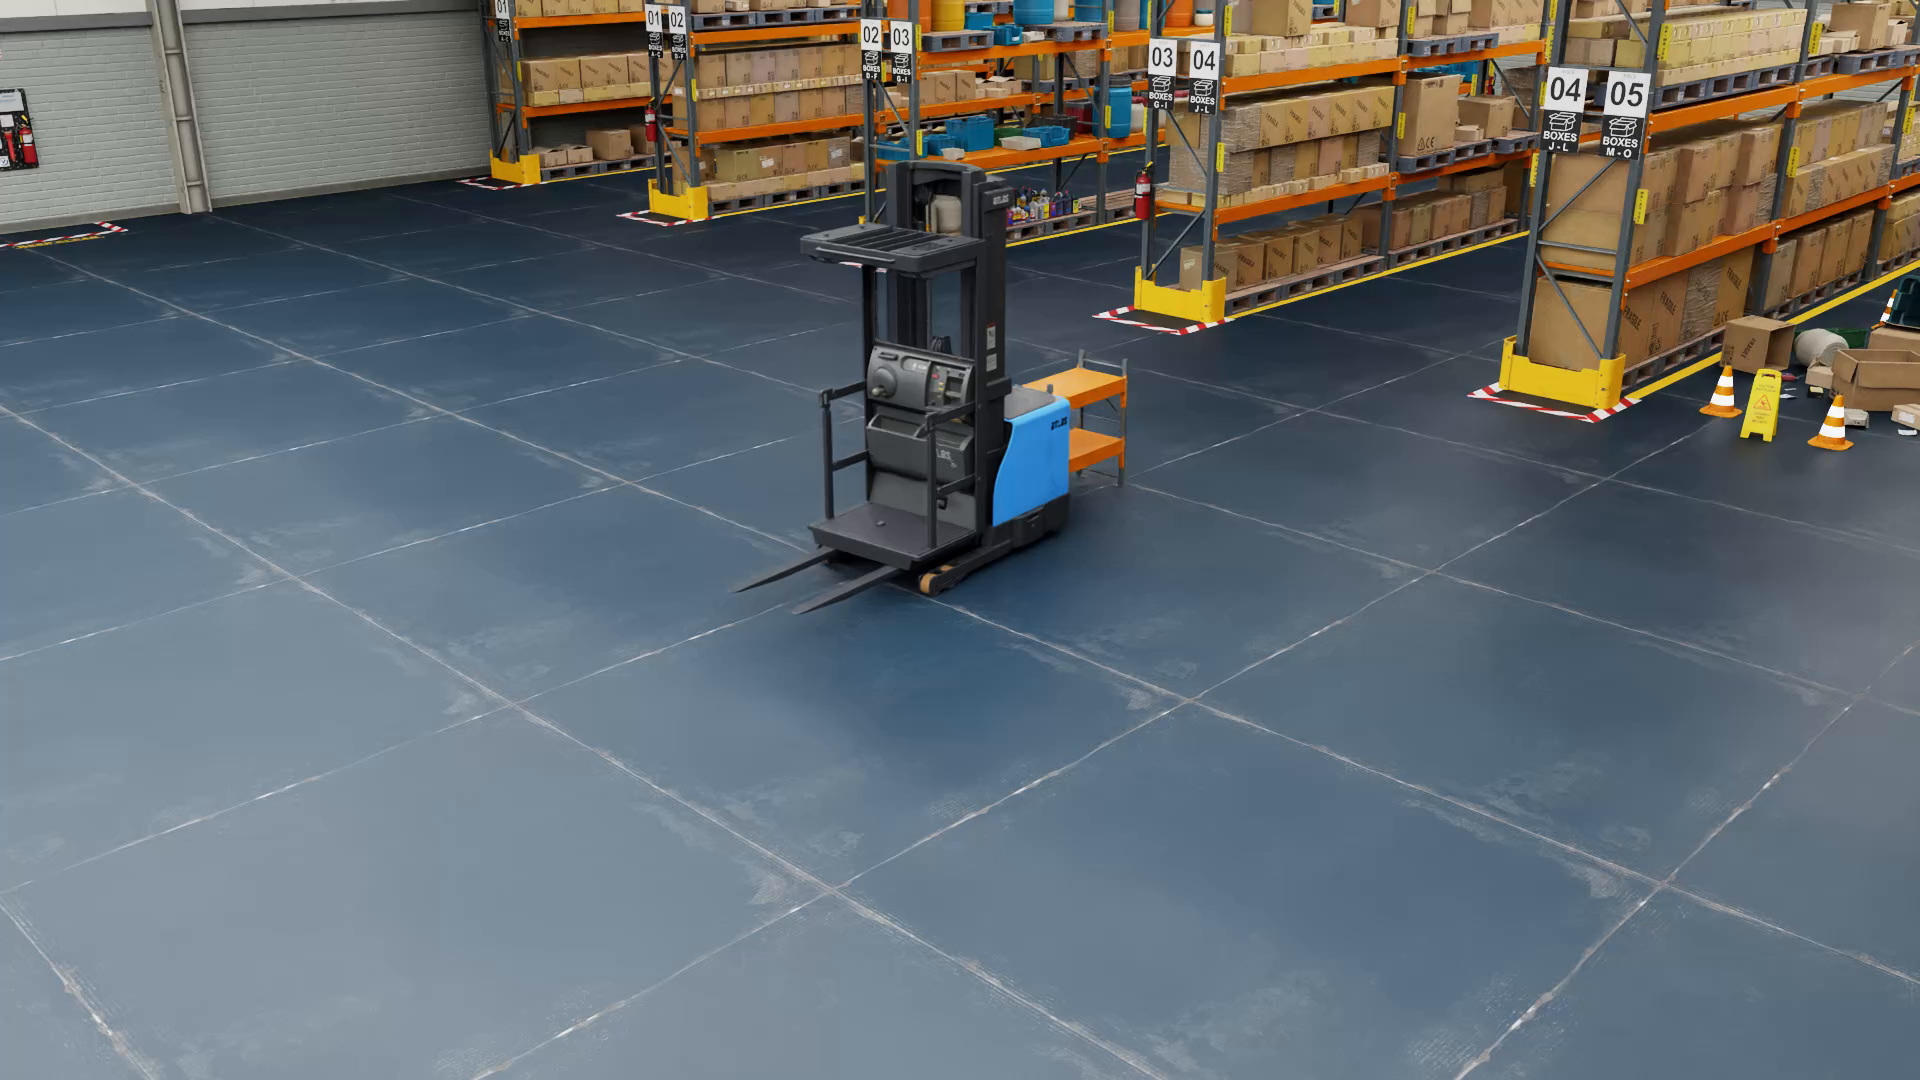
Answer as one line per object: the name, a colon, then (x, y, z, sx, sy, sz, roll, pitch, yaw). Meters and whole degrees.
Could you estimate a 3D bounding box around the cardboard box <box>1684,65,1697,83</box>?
cardboard box: (6.913, -4.540, 16.150, 0.380, 0.149, 0.250, 19, 28, 41)

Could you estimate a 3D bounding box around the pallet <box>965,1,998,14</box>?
pallet: (-0.093, -9.508, 29.713, 1.213, 0.211, 1.003, -19, 28, -40)

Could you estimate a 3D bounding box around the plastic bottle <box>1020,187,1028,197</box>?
plastic bottle: (0.990, -5.277, 25.703, 0.185, 0.351, 0.144, -19, 28, -41)

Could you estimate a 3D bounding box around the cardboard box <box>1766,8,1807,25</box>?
cardboard box: (8.855, -5.629, 17.872, 0.380, 0.149, 0.250, 19, 28, 40)

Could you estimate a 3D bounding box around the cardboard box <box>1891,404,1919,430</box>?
cardboard box: (9.175, -1.175, 15.925, 0.250, 0.149, 0.380, -6, 22, -15)

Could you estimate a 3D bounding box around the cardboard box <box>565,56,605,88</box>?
cardboard box: (-6.773, -8.456, 30.030, 0.500, 0.500, 0.500, 18, 27, 39)

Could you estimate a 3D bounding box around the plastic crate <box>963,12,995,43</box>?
plastic crate: (0.174, -7.342, 23.837, 0.392, 0.384, 0.575, 19, 28, 41)

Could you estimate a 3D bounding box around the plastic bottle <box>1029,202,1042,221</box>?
plastic bottle: (1.132, -4.935, 24.917, 0.135, 0.276, 0.152, -20, 28, -41)

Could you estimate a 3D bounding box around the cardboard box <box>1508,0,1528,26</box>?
cardboard box: (7.686, -7.561, 23.548, 0.500, 0.500, 0.500, 19, 28, 41)

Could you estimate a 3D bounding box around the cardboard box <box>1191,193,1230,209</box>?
cardboard box: (2.978, -4.040, 19.756, 0.380, 0.149, 0.250, 19, 28, 41)

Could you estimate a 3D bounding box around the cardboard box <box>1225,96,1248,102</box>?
cardboard box: (3.160, -5.130, 20.292, 0.500, 0.500, 0.500, 19, 28, 41)

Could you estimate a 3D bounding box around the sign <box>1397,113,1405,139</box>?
sign: (5.793, -5.443, 21.847, 0.100, 0.325, 0.005, 19, 28, 41)

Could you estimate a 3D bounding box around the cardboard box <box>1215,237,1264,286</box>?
cardboard box: (3.449, -3.492, 20.877, 0.500, 0.500, 0.500, -12, 24, -28)

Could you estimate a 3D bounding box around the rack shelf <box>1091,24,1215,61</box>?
rack shelf: (3.245, -7.990, 26.504, 1.077, 0.370, 4.000, 19, 28, 41)

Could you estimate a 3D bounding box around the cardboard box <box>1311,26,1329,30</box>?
cardboard box: (4.469, -6.458, 21.169, 0.250, 0.149, 0.380, -19, 28, -40)

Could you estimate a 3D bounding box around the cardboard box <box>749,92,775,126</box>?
cardboard box: (-3.438, -7.050, 27.097, 0.700, 0.500, 0.500, 19, 28, 41)

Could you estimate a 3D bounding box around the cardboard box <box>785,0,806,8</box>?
cardboard box: (-2.935, -8.971, 27.127, 0.637, 0.503, 0.797, -16, 26, -36)

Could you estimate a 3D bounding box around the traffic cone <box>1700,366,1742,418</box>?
traffic cone: (7.480, -1.474, 16.264, 0.336, 0.463, 0.334, 19, 28, 41)

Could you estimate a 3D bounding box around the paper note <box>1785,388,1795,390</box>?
paper note: (8.537, -1.549, 17.091, 0.123, 0.001, 0.032, -6, 22, -15)

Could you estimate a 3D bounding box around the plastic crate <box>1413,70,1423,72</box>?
plastic crate: (8.895, -9.127, 32.789, 0.416, 0.233, 0.300, 19, 28, 41)

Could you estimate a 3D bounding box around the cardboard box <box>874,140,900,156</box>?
cardboard box: (-1.229, -6.871, 29.235, 0.500, 0.311, 0.500, 19, 28, 41)

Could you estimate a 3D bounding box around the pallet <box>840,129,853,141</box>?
pallet: (-3.004, -8.418, 34.681, 1.003, 0.211, 1.213, 19, 28, 41)

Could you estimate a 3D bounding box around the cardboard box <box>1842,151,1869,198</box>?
cardboard box: (10.853, -4.541, 20.567, 0.500, 0.500, 0.500, 19, 28, 40)

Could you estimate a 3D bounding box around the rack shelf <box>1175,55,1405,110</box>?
rack shelf: (4.004, -5.723, 20.604, 1.077, 0.370, 4.000, 19, 28, 41)

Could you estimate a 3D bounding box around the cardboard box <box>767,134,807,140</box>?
cardboard box: (-2.941, -6.617, 28.312, 0.500, 0.500, 0.500, 19, 28, 41)

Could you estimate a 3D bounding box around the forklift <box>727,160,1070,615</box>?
forklift: (-0.427, -1.163, 12.015, 1.130, 2.935, 3.031, 16, 26, 35)

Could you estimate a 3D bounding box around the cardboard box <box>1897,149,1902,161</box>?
cardboard box: (12.129, -5.076, 21.866, 0.380, 0.149, 0.250, 19, 28, 40)

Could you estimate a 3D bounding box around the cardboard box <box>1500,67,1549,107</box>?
cardboard box: (8.711, -6.899, 25.306, 0.637, 0.503, 0.797, -19, 28, -40)

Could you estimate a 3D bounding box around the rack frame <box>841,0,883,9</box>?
rack frame: (-1.696, -10.453, 27.727, 1.000, 3.000, 0.127, 19, 28, 41)

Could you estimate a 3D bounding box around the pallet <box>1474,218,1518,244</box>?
pallet: (7.643, -4.698, 25.004, 1.003, 0.211, 1.213, 19, 28, 41)

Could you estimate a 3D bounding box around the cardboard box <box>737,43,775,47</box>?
cardboard box: (-4.037, -9.585, 33.078, 0.500, 0.500, 0.700, -16, 26, -35)

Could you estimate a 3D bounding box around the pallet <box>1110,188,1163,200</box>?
pallet: (3.221, -5.637, 27.446, 1.003, 0.211, 1.213, 19, 28, 41)

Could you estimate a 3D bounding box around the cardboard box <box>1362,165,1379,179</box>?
cardboard box: (5.278, -4.864, 21.900, 0.380, 0.149, 0.250, 19, 28, 41)

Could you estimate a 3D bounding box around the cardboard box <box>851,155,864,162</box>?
cardboard box: (-1.615, -6.744, 29.688, 0.500, 0.250, 0.500, 19, 28, 40)

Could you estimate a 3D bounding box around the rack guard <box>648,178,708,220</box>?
rack guard: (-4.503, -5.452, 26.561, 1.175, 0.500, 0.348, 19, 28, 41)

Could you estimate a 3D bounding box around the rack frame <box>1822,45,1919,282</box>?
rack frame: (11.673, -4.933, 21.728, 1.000, 3.000, 0.127, 19, 28, 41)

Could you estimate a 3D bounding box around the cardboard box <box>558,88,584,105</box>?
cardboard box: (-7.118, -7.986, 29.851, 0.500, 0.250, 0.500, 18, 28, 39)

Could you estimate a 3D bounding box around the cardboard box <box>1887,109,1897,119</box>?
cardboard box: (12.957, -5.999, 23.437, 0.250, 0.149, 0.380, -19, 28, -40)

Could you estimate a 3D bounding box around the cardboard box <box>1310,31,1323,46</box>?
cardboard box: (4.212, -6.145, 20.355, 0.380, 0.149, 0.250, 18, 27, 39)

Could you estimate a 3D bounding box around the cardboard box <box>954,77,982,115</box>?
cardboard box: (-0.027, -9.941, 37.168, 0.750, 0.750, 0.750, 20, 28, 41)

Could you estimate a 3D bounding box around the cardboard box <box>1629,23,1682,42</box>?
cardboard box: (6.553, -4.781, 15.665, 0.380, 0.149, 0.250, 20, 28, 41)

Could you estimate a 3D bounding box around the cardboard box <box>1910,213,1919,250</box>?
cardboard box: (13.052, -4.344, 23.093, 0.500, 0.500, 0.500, 18, 28, 39)

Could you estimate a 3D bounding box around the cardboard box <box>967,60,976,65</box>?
cardboard box: (0.141, -10.611, 36.824, 0.250, 0.149, 0.380, -20, 28, -41)

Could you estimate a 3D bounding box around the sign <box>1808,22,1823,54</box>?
sign: (9.281, -5.445, 18.048, 0.100, 0.325, 0.005, 19, 28, 41)

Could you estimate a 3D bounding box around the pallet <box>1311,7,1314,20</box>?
pallet: (5.244, -8.924, 28.195, 1.003, 0.211, 1.213, 19, 28, 41)

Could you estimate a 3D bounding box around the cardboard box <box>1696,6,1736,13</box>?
cardboard box: (8.207, -5.728, 18.130, 0.380, 0.149, 0.250, 19, 28, 40)

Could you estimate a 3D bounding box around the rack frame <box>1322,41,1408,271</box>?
rack frame: (5.399, -5.172, 22.351, 1.000, 3.000, 0.127, 19, 28, 41)

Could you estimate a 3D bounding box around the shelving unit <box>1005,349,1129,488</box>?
shelving unit: (0.876, -0.899, 13.846, 0.538, 1.125, 1.048, 17, 27, 38)

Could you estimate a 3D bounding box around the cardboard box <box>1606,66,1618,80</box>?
cardboard box: (6.257, -4.637, 16.403, 0.380, 0.149, 0.250, 20, 28, 41)

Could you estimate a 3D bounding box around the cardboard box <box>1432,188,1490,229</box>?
cardboard box: (7.358, -4.916, 24.555, 0.700, 0.500, 0.500, 16, 26, 36)

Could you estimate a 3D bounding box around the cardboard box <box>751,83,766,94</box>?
cardboard box: (-3.340, -7.287, 26.808, 0.380, 0.149, 0.250, 18, 27, 39)

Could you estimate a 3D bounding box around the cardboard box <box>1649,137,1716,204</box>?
cardboard box: (7.184, -3.811, 17.094, 0.875, 0.550, 0.550, 19, 28, 41)

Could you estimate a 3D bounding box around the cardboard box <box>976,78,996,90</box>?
cardboard box: (0.332, -8.458, 31.023, 0.500, 0.311, 0.500, 19, 28, 40)
